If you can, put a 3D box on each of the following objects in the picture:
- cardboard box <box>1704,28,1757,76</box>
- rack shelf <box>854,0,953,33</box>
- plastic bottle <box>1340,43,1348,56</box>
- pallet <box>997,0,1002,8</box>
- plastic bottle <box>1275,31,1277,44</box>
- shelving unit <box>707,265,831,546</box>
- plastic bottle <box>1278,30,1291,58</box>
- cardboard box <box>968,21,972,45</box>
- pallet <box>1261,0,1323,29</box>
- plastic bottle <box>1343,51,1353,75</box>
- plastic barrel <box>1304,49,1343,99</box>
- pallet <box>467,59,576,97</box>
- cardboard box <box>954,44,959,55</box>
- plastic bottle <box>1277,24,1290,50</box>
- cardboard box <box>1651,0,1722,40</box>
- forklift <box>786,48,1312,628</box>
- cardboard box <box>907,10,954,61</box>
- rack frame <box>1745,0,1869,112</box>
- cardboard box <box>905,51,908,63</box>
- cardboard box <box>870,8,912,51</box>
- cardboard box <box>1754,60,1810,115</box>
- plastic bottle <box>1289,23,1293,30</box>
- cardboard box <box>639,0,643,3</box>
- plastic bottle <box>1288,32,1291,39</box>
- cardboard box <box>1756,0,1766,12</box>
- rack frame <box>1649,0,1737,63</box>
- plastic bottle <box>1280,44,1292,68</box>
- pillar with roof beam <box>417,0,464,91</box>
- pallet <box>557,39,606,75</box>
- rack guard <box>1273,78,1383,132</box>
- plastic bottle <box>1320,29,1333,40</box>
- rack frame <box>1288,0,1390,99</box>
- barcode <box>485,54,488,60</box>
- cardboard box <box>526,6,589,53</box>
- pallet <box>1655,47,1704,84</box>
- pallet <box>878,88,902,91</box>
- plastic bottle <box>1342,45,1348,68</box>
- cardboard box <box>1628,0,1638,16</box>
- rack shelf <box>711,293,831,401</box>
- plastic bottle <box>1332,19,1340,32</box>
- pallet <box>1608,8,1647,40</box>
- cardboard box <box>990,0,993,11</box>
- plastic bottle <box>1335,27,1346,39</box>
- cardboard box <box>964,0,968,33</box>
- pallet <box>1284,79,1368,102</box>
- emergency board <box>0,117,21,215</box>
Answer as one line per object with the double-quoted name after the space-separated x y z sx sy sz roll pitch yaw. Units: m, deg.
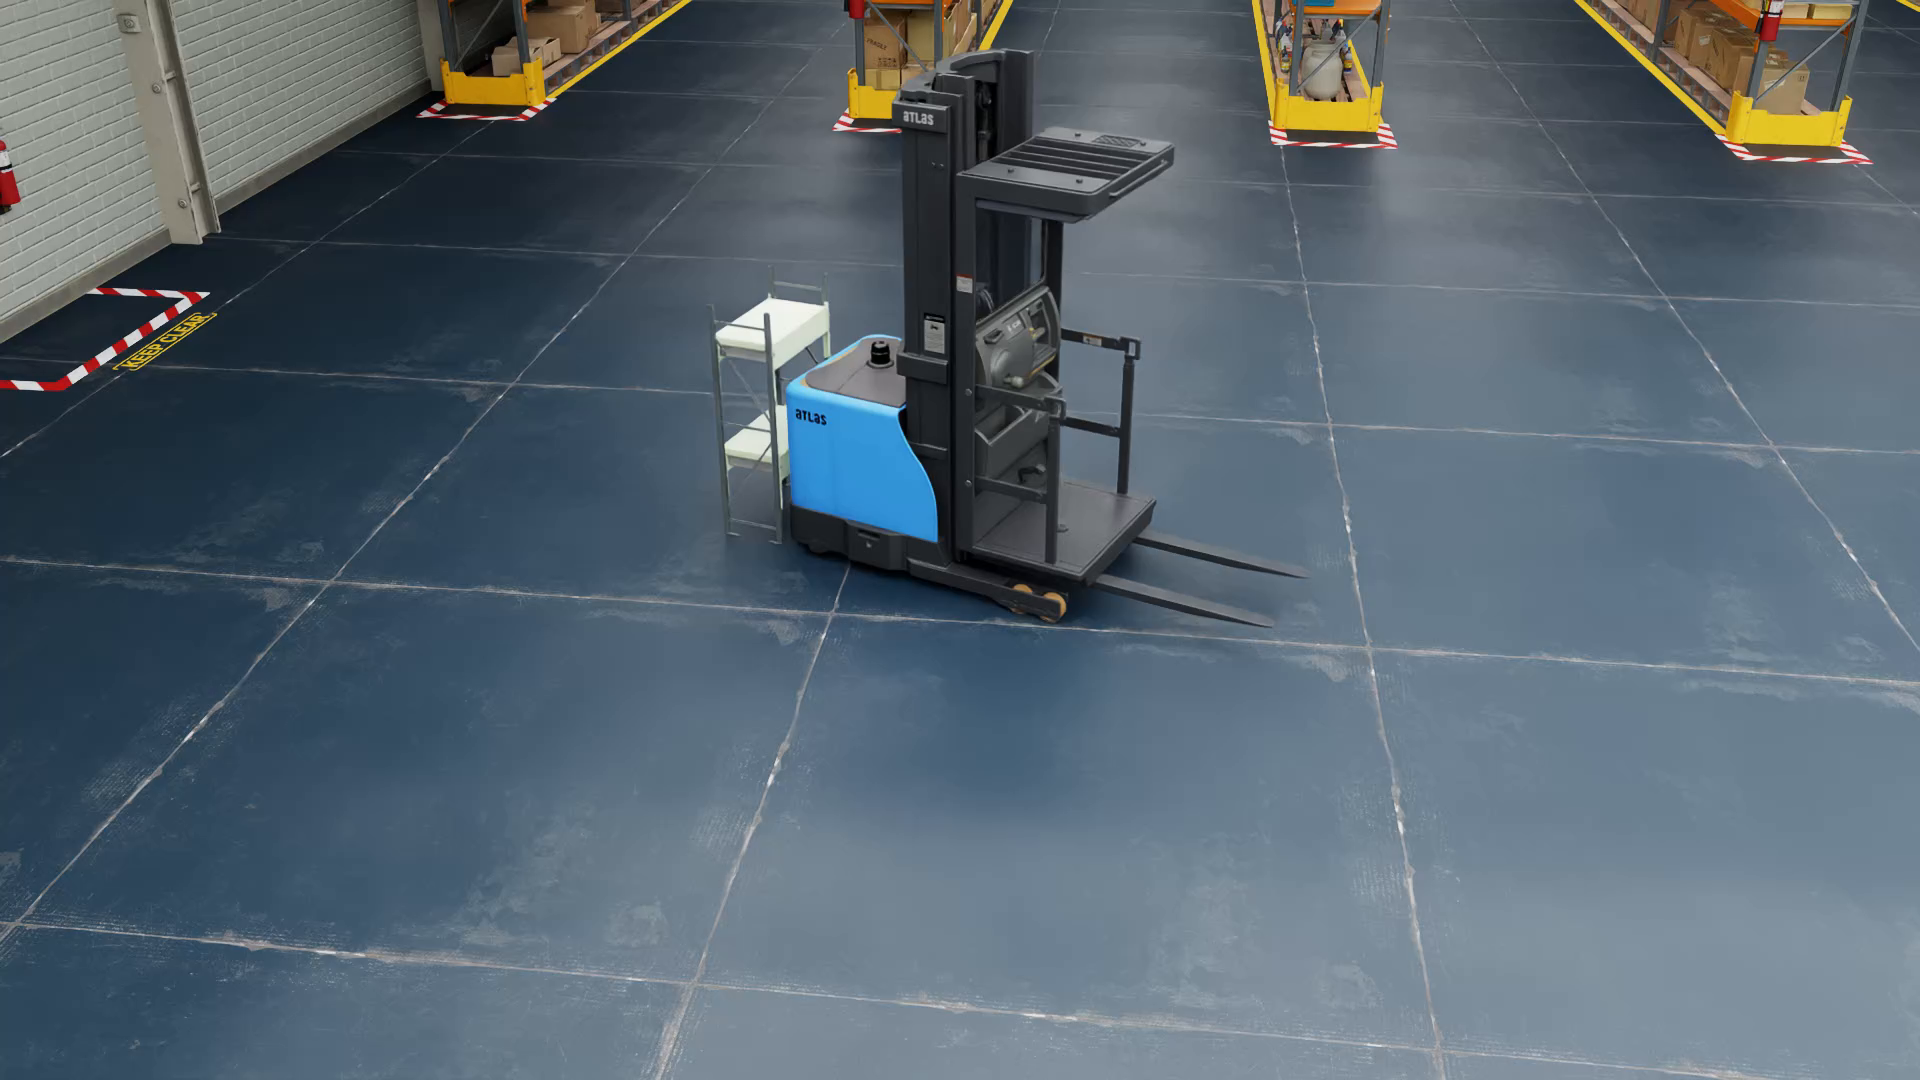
9.473 -5.939 20.305 0.500 0.500 0.500 1 28 2 "cardboard box"
-0.454 -6.927 20.704 1.077 0.370 4.000 3 28 6 "rack shelf"
4.827 -6.144 20.905 0.097 0.271 0.097 0 28 0 "plastic bottle"
0.141 -8.455 25.722 1.003 0.211 1.213 3 28 6 "pallet"
4.207 -6.637 21.894 0.097 0.201 0.097 0 28 0 "plastic bottle"
-1.131 -0.827 10.202 0.431 1.500 0.755 11 30 20 "shelving unit"
4.120 -6.278 21.070 0.144 0.351 0.185 3 28 6 "plastic bottle"
-0.120 -6.694 21.969 0.500 0.250 0.500 3 28 6 "cardboard box"
4.911 -7.616 24.164 1.003 0.211 1.213 3 28 6 "pallet"
4.748 -5.841 20.341 0.097 0.271 0.097 0 28 0 "plastic bottle"
4.221 -5.417 19.322 0.421 0.512 0.421 0 28 0 "plastic barrel"
-5.472 -5.777 20.751 1.003 0.211 1.213 3 28 6 "pallet"
-0.294 -5.987 20.657 0.500 0.250 0.500 3 28 6 "cardboard box"
4.173 -6.478 21.442 0.144 0.351 0.185 2 28 4 "plastic bottle"
9.719 -6.989 22.231 0.700 0.500 0.500 1 28 2 "cardboard box"
0.509 -1.113 9.225 3.031 2.935 1.130 15 32 25 "forklift"
-0.353 -6.082 20.042 0.500 0.500 0.500 3 28 6 "cardboard box"
9.132 -5.725 17.714 1.000 3.000 0.127 3 28 6 "rack frame"
-0.877 -5.782 20.277 0.500 0.250 0.500 3 28 6 "cardboard box"
-0.821 -6.348 20.536 0.500 0.500 0.500 3 28 6 "cardboard box"
9.225 -5.102 18.751 0.500 0.500 0.500 9 30 16 "cardboard box"
4.326 -6.609 21.755 0.061 0.283 0.133 3 28 6 "plastic bottle"
-5.039 -8.158 24.402 0.700 0.500 0.500 3 28 5 "cardboard box"
4.192 -6.372 21.328 0.097 0.271 0.097 0 28 0 "plastic bottle"
8.993 -5.878 18.263 0.380 0.149 0.250 3 28 6 "cardboard box"
9.622 -7.608 21.209 1.000 3.000 0.127 3 28 6 "rack frame"
4.064 -6.014 20.659 0.152 0.276 0.135 4 29 7 "plastic bottle"
-2.116 -9.359 18.134 9.100 9.000 0.400 3 28 6 "pillar with roof beam"
-5.320 -6.350 21.814 1.003 0.211 1.213 3 28 6 "pallet"
4.179 -4.951 18.912 1.175 0.500 0.348 3 28 6 "rack guard"
4.740 -6.477 21.517 0.152 0.276 0.135 3 28 6 "plastic bottle"
4.216 -6.013 18.248 1.000 3.000 0.127 3 28 6 "rack frame"
-5.837 -5.955 20.502 0.001 0.075 0.075 3 28 6 "barcode"
-5.233 -6.613 21.534 0.700 0.500 0.500 2 28 3 "cardboard box"
9.575 -6.062 21.280 1.003 0.211 1.213 3 28 6 "pallet"
-0.647 -5.437 20.120 1.003 0.211 1.213 3 28 6 "pallet"
4.790 -6.002 20.641 0.097 0.271 0.097 0 28 0 "plastic bottle"
9.932 -7.738 23.623 0.700 0.500 0.500 6 29 10 "cardboard box"
-1.132 -1.170 10.017 0.431 0.370 0.720 11 30 20 "rack shelf"
4.914 -6.603 21.673 0.144 0.351 0.185 3 28 5 "plastic bottle"
9.863 -7.323 23.620 1.003 0.211 1.213 3 28 6 "pallet"
0.211 -7.820 24.058 0.500 0.250 0.500 3 28 5 "cardboard box"
4.850 -6.361 21.223 0.144 0.351 0.185 3 28 6 "plastic bottle"
-0.179 -6.788 21.354 0.500 0.500 0.500 3 28 6 "cardboard box"
4.284 -5.206 19.690 1.003 0.211 1.213 3 28 6 "pallet"
-7.465 -2.983 12.624 0.194 1.169 0.643 3 28 6 "emergency board"
